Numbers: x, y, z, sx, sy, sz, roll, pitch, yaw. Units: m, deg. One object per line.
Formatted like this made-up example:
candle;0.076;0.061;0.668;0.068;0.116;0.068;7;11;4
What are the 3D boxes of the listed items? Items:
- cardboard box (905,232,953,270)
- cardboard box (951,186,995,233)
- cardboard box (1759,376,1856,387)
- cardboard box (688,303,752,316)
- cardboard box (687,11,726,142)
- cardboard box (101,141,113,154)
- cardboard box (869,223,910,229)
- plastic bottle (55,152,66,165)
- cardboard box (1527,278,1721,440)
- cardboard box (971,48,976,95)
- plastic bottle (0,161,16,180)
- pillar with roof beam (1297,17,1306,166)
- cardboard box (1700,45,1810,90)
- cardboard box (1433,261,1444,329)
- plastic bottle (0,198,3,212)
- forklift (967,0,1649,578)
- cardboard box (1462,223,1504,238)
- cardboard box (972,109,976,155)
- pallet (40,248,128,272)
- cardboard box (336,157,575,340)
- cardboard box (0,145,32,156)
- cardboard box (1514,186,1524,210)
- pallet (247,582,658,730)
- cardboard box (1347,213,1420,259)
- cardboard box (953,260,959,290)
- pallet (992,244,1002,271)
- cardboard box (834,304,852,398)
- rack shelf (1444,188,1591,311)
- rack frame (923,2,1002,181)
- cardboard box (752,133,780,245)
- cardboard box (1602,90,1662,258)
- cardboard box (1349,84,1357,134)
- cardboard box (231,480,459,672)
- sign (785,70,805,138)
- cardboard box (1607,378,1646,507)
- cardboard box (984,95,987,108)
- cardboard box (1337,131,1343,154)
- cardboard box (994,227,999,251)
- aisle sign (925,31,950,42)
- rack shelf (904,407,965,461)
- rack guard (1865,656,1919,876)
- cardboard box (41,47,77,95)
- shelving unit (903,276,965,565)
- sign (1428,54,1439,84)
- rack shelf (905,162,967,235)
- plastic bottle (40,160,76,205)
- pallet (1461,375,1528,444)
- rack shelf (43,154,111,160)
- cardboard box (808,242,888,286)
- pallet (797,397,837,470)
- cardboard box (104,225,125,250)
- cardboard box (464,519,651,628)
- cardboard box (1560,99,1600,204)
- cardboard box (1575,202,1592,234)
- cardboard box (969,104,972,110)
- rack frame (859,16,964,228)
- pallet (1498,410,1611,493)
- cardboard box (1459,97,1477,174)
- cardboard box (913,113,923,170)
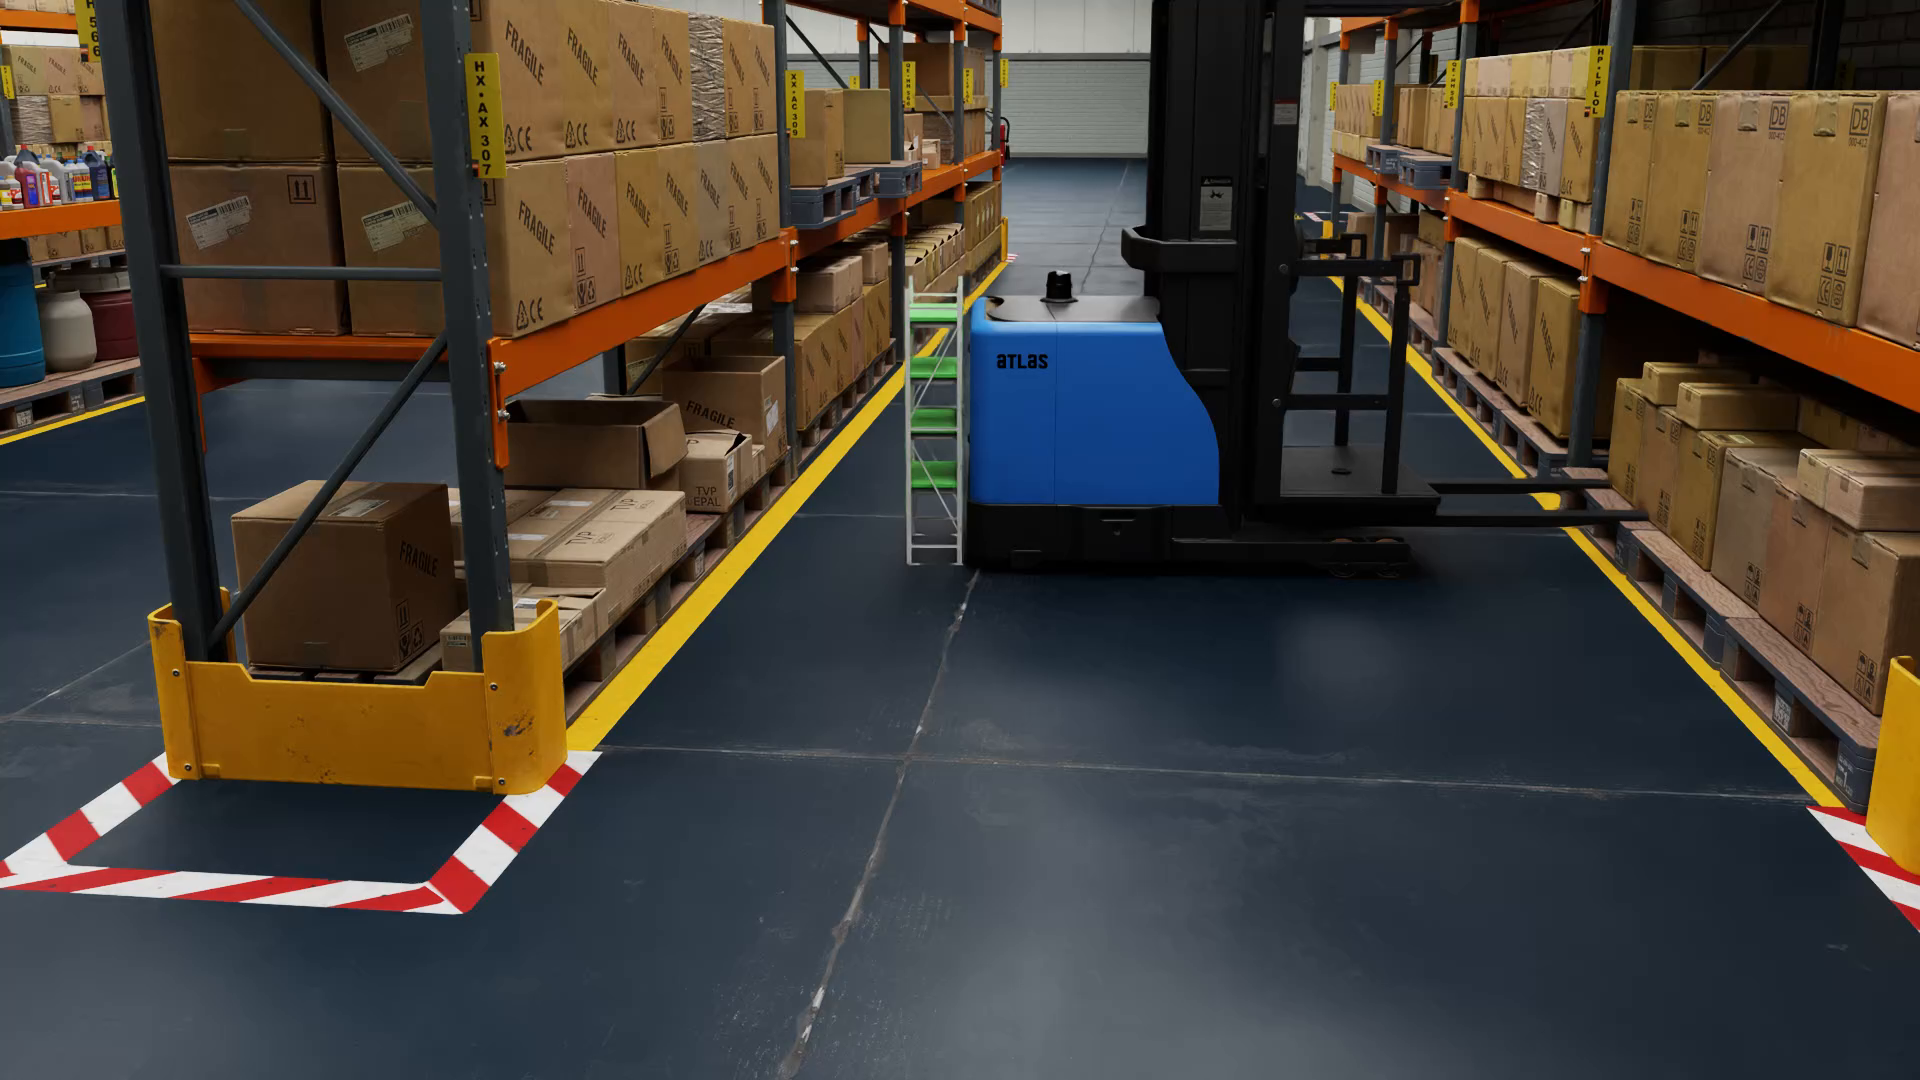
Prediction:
cardboard box;-0.337;-2.619;14.988;0.500;0.311;0.500;2;15;6
cardboard box;0.123;-3.718;18.690;0.500;0.500;0.500;2;15;6
cardboard box;3.496;-0.576;6.785;0.380;0.149;0.250;1;15;4
cardboard box;-1.476;-1.176;10.209;0.500;0.500;0.500;2;15;7
cardboard box;-1.280;-1.904;6.850;0.500;0.500;0.500;2;15;7
cardboard box;-9.828;-4.458;18.884;0.380;0.149;0.250;2;15;6
cardboard box;-0.759;-2.897;16.017;0.500;0.311;0.500;2;15;6
plastic bottle;-6.346;-2.588;11.708;0.061;0.283;0.133;2;15;6
cardboard box;3.499;-0.968;8.809;0.750;0.750;0.750;2;15;7
cardboard box;-0.195;-5.161;18.324;0.700;0.500;0.500;2;15;6
plastic bottle;-5.905;-2.216;10.348;0.152;0.276;0.135;2;15;6
pillar with roof beam;4.120;-13.783;41.396;9.100;9.000;0.400;2;15;6
cardboard box;3.866;-2.306;8.206;0.500;0.250;0.500;2;15;8
cardboard box;4.036;-1.862;12.748;0.700;0.500;0.500;2;15;7
plastic bottle;-5.777;-2.093;9.903;0.097;0.271;0.097;0;15;0
forklift;1.551;-1.393;7.199;3.031;2.935;1.130;0;15;1
cardboard box;4.162;-2.370;13.190;0.500;0.250;0.500;2;15;7
cardboard box;-0.195;-4.550;18.552;0.700;0.500;0.500;2;15;7
pallet;-10.132;-3.290;19.423;1.003;0.211;1.213;2;15;6
cardboard box;-1.507;-0.894;5.029;0.500;0.500;0.500;2;15;7
cardboard box;-9.984;-4.069;17.444;0.380;0.149;0.250;2;15;6
cardboard box;3.577;-2.080;10.050;0.380;0.149;0.250;2;15;7
pallet;-1.721;0.382;5.847;1.003;0.211;1.213;2;15;6
cardboard box;4.545;-3.235;17.826;0.700;0.500;0.500;1;15;3
cardboard box;-0.283;-2.479;15.545;0.500;0.250;0.500;1;15;5
pallet;-0.058;-3.342;19.618;1.003;0.211;1.213;2;15;6
cardboard box;-0.958;-1.168;10.179;0.500;0.500;0.500;2;15;7
rack shelf;3.781;-1.802;9.958;1.077;0.370;4.000;2;15;6
rack frame;-0.014;-4.888;19.992;1.000;3.000;0.127;2;15;6
cardboard box;-1.169;-1.687;7.961;0.500;0.500;0.500;2;15;7
cardboard box;3.477;-1.635;7.388;0.980;0.700;0.700;2;15;7
cardboard box;4.380;-4.531;17.485;0.500;0.500;0.500;2;15;8
cardboard box;-2.002;0.108;5.462;0.500;0.500;0.500;2;15;6
sign;-0.828;-2.179;8.317;0.100;0.325;0.005;2;15;6
cardboard box;3.369;-0.436;7.511;0.700;0.500;0.500;2;15;7
cardboard box;0.104;-5.077;19.256;0.380;0.149;0.250;2;15;8
cardboard box;4.494;-4.428;18.540;0.500;0.250;0.500;1;15;5
cardboard box;0.175;-3.485;19.268;0.500;0.250;0.500;2;15;6
aisle sign;-0.311;-6.169;19.749;0.394;0.787;0.004;2;15;6
rack shelf;-0.110;-0.473;7.358;0.258;0.148;0.480;0;15;0
rack guard;3.101;0.620;4.412;1.175;0.500;0.348;2;15;6
cardboard box;-9.949;-5.057;17.939;0.500;0.500;0.500;2;15;6
shelving unit;-0.110;-0.535;7.341;0.258;1.200;0.503;0;15;0
sign;5.458;-5.433;19.184;0.100;0.325;0.005;2;15;6
rack shelf;-0.691;-2.984;14.331;1.077;0.370;4.000;2;15;6
plastic bottle;-5.727;-2.272;10.554;0.152;0.276;0.135;2;15;6
pallet;3.702;-0.804;10.232;1.003;0.211;1.213;2;15;6
rack shelf;-10.082;-4.315;19.250;1.077;0.370;4.000;2;15;6
cardboard box;-0.791;-1.916;11.512;0.500;0.250;0.500;2;15;8
pallet;-1.313;-0.641;9.630;1.003;0.211;1.213;2;15;6
cardboard box;-10.066;-3.697;19.573;0.500;0.500;0.500;3;15;11
cardboard box;-1.419;0.115;5.917;0.500;0.250;0.500;2;15;6
cardboard box;3.356;-1.959;8.362;0.500;0.500;0.500;1;15;5
cardboard box;3.312;-1.615;8.331;0.380;0.149;0.250;2;15;7
cardboard box;-0.071;-4.678;17.780;0.380;0.149;0.250;2;15;6
rack frame;-0.465;-3.850;16.155;1.000;3.000;0.127;2;15;6
pallet;3.567;-0.487;9.058;1.003;0.211;1.213;2;15;6
cardboard box;3.697;-2.751;11.290;0.500;0.500;0.500;2;15;8
cardboard box;-0.627;-3.563;14.902;0.500;0.500;0.500;3;15;10
